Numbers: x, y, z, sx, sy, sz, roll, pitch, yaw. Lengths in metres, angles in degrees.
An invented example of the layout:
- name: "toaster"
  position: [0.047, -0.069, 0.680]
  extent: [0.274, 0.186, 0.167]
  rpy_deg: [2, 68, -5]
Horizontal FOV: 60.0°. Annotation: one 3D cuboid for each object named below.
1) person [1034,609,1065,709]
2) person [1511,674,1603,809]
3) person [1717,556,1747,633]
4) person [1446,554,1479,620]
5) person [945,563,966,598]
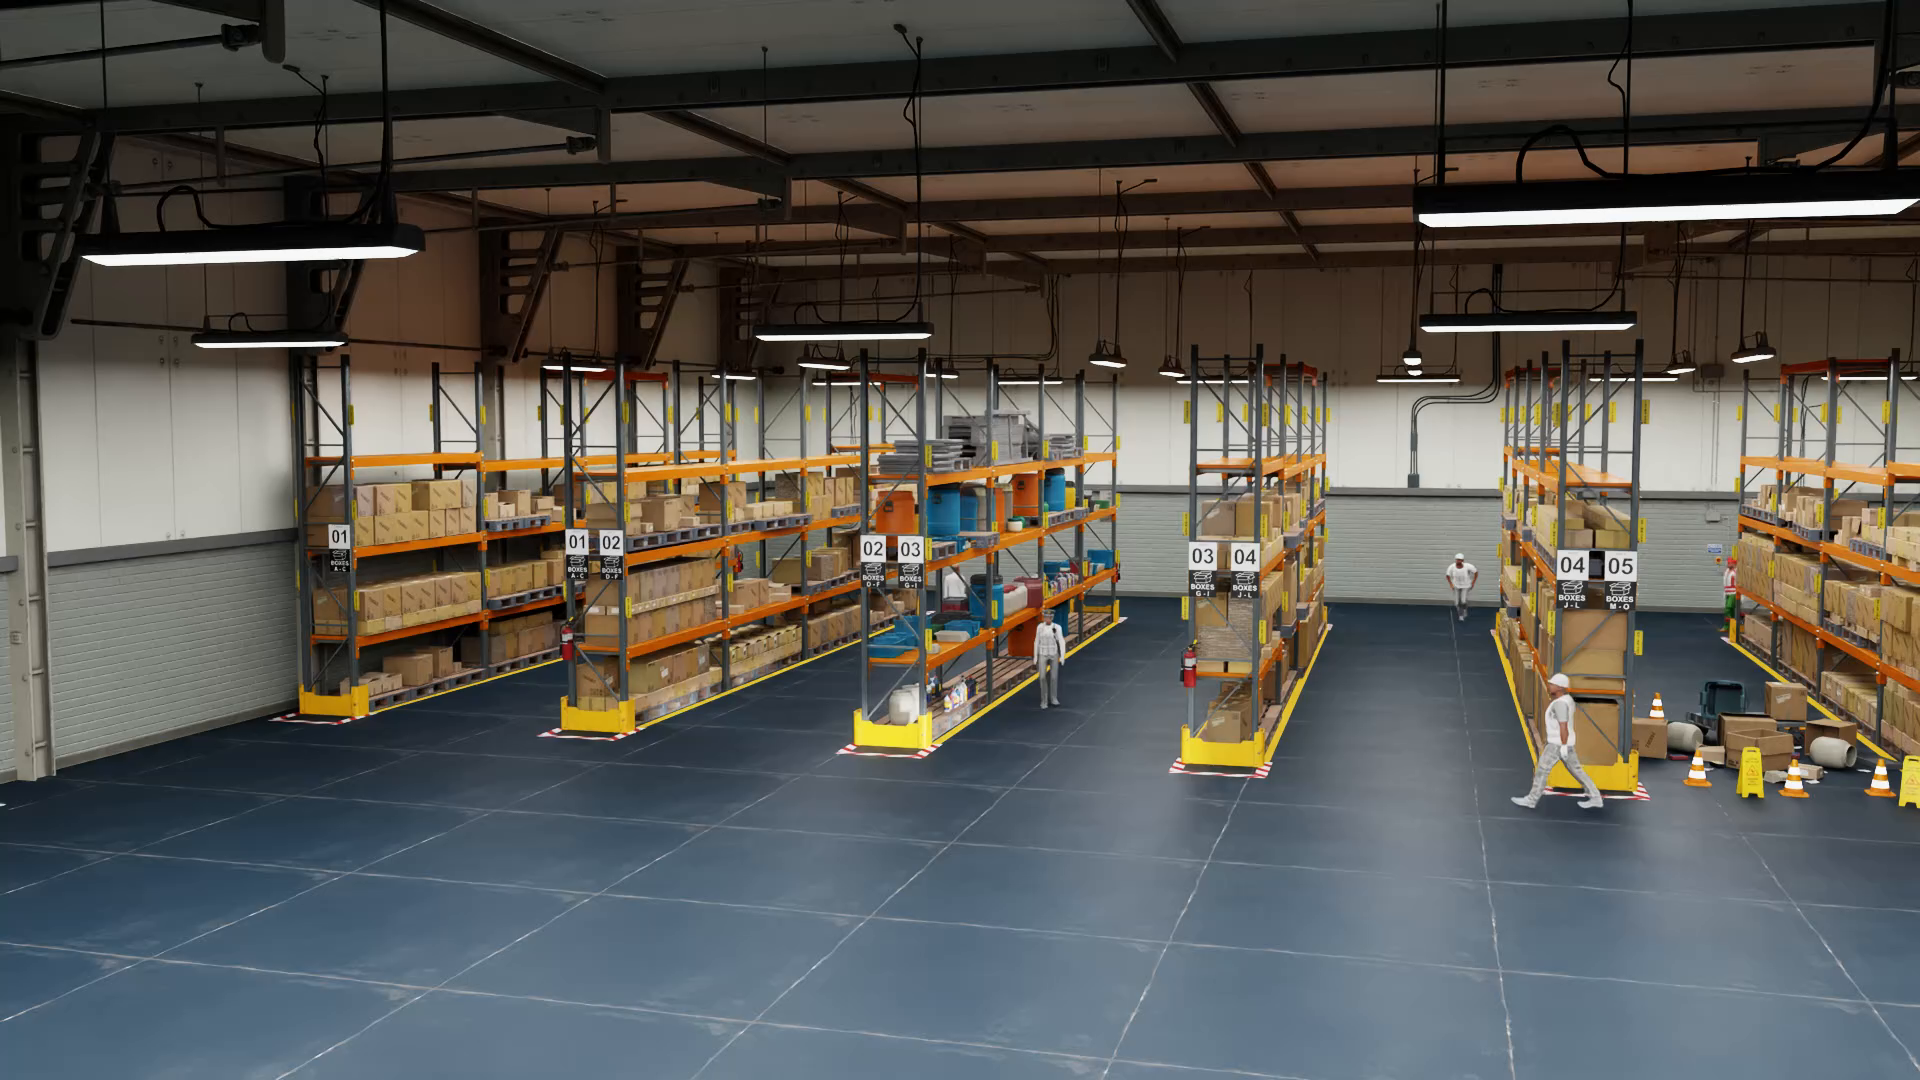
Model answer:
- name: "person"
  position: [1.538, 2.044, 28.600]
  extent: [0.552, 1.726, 0.484]
  rpy_deg: [1, 4, 7]
- name: "person"
  position: [7.575, 2.554, 21.041]
  extent: [1.087, 1.735, 0.561]
  rpy_deg: [2, 5, 28]
- name: "person"
  position: [17.868, 1.250, 38.317]
  extent: [0.929, 1.758, 0.540]
  rpy_deg: [0, 4, -5]
- name: "person"
  position: [12.198, 1.143, 40.408]
  extent: [0.744, 1.663, 0.708]
  rpy_deg: [2, 5, 27]
- name: "person"
  position: [-0.117, 1.387, 36.431]
  extent: [0.582, 1.777, 0.634]
  rpy_deg: [-4, 6, -44]
